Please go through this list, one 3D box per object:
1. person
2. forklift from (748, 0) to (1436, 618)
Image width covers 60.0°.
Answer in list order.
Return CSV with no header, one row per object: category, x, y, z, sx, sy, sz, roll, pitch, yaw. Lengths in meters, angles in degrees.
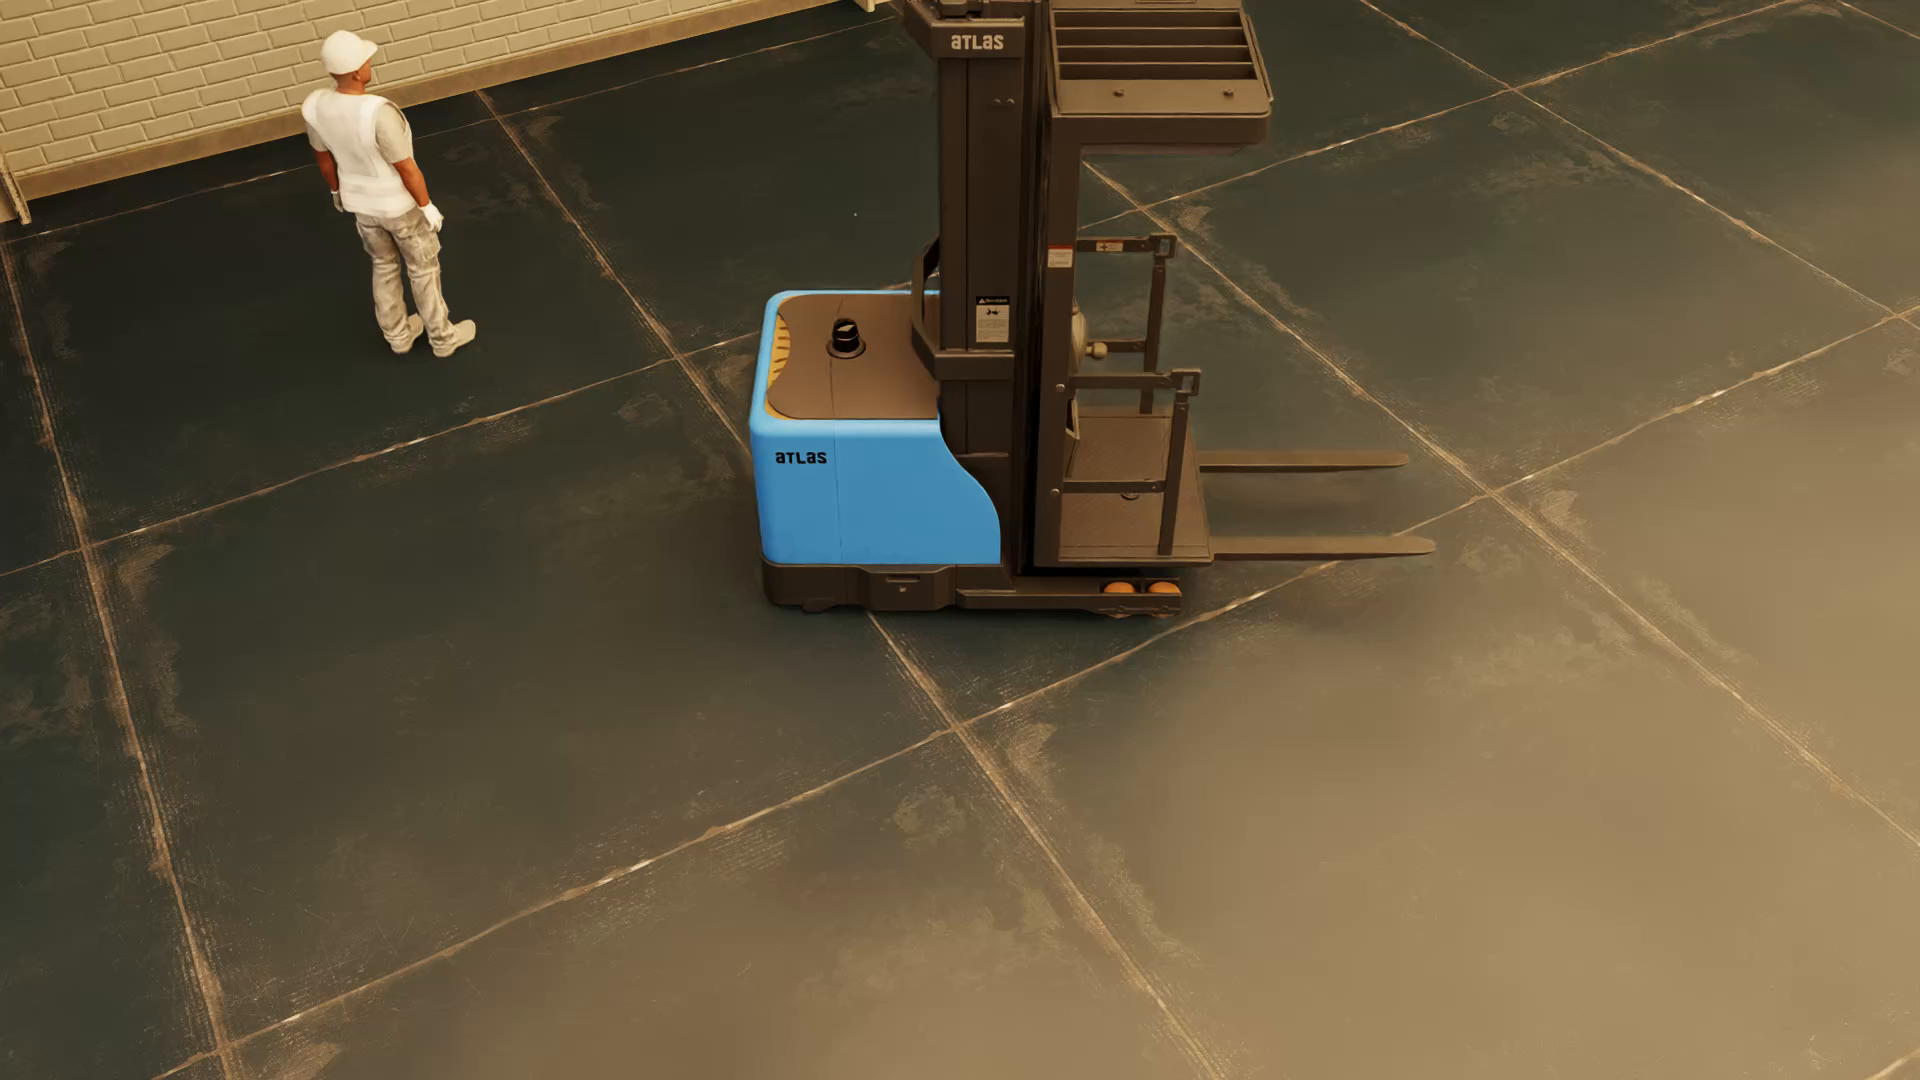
person,-2.887,-1.730,8.408,0.612,1.790,0.390,13,44,14
forklift,0.628,-1.089,6.872,3.031,2.935,1.130,0,43,0
